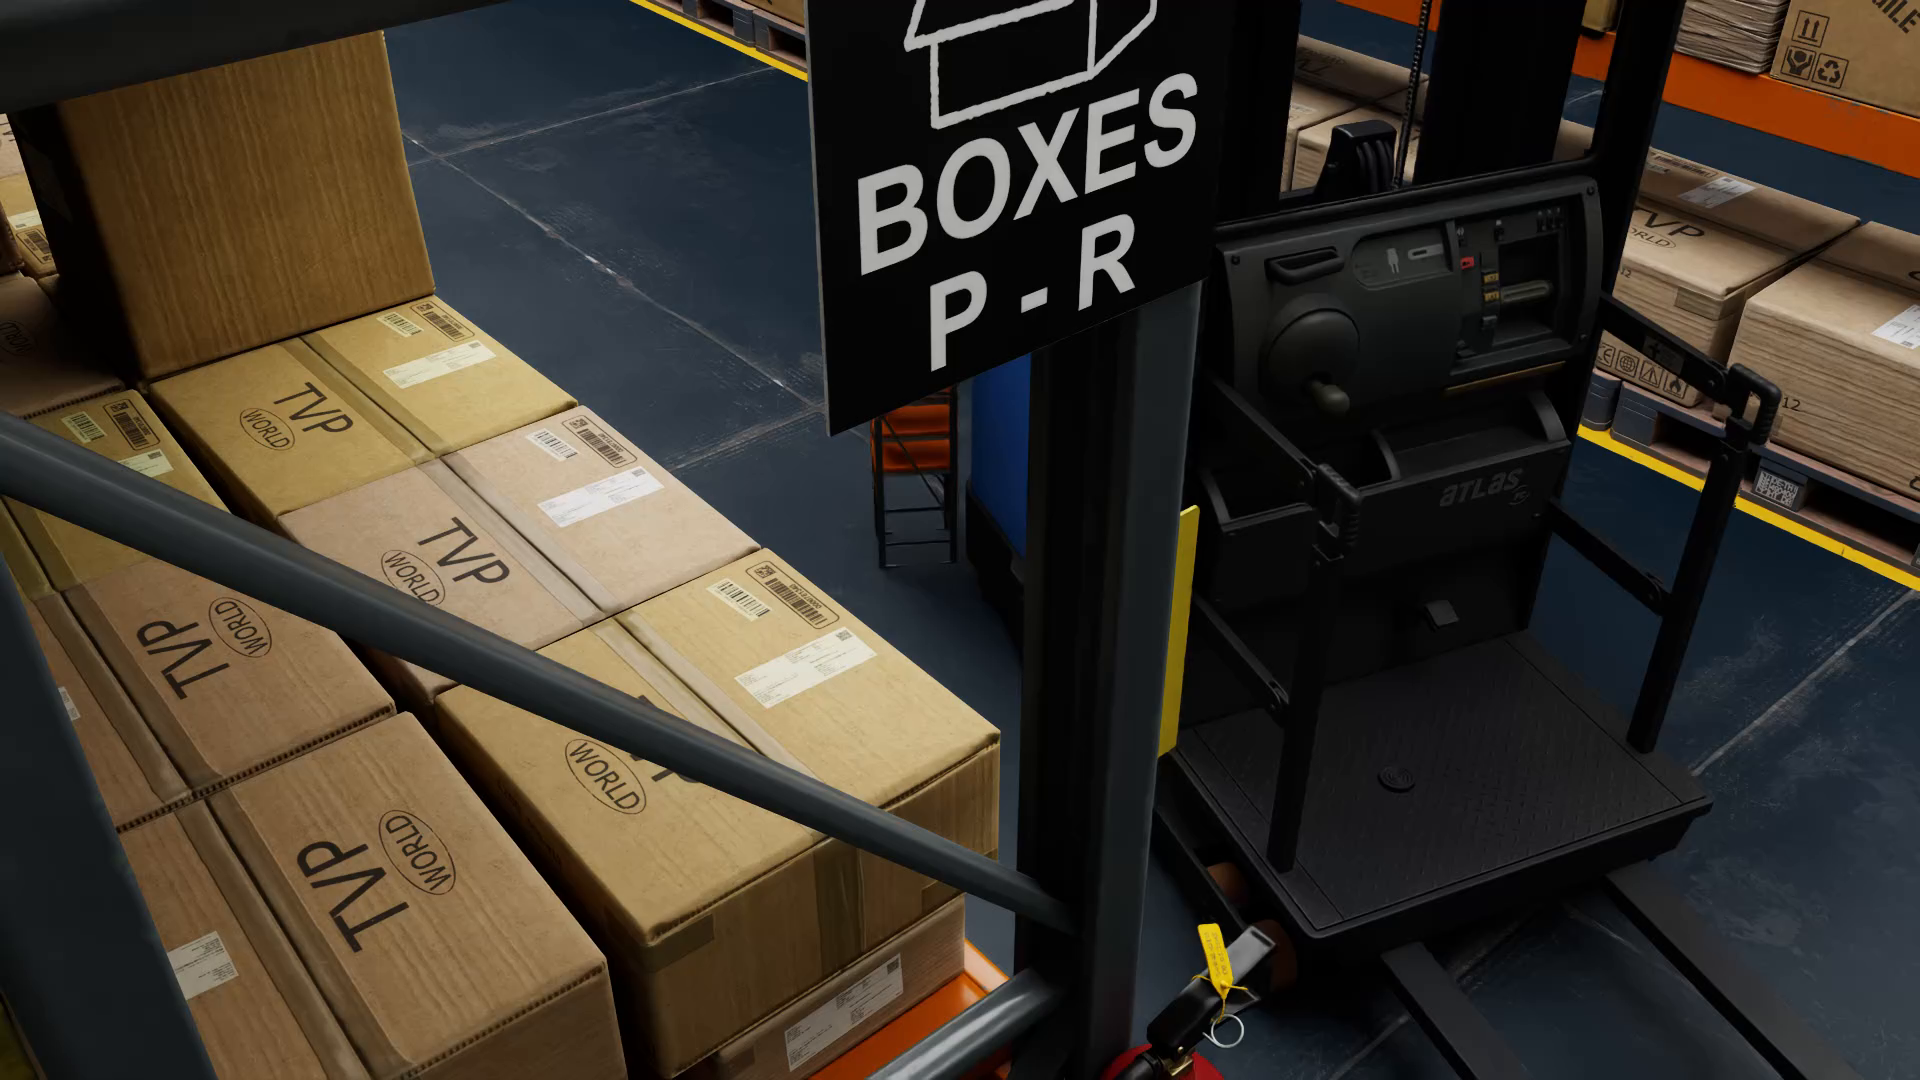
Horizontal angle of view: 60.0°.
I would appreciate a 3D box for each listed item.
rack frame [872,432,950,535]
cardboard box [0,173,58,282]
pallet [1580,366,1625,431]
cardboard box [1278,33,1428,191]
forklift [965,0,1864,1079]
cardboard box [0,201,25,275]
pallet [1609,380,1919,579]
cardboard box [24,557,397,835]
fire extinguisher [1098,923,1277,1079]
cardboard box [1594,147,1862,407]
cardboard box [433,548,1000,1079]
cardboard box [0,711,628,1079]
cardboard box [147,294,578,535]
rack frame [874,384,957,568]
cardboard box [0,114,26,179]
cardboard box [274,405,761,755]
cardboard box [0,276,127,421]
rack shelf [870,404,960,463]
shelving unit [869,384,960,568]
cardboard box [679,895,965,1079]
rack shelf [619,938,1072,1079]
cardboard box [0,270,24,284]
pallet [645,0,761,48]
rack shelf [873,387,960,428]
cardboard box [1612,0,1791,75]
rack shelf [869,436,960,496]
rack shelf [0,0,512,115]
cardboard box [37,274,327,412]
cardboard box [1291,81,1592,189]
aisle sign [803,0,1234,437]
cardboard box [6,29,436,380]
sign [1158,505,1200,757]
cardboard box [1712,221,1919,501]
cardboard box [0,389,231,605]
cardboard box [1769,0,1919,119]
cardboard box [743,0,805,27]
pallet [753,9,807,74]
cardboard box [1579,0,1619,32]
[{"bbox_3d":[-0.149,-0.516,4.941,0.240,1.200,0.006,-4,35,-5],"label":"rack frame"},{"bbox_3d":[-1.632,-0.580,3.346,0.500,0.250,0.500,-26,43,-32],"label":"cardboard box"},{"bbox_3d":[2.218,-0.906,6.346,1.003,0.211,1.213,-26,43,-32],"label":"pallet"},{"bbox_3d":[1.319,-1.756,6.988,0.875,0.438,0.875,-27,43,-32],"label":"cardboard box"},{"bbox_3d":[1.050,-0.446,3.344,1.130,2.935,3.031,-14,37,-18],"label":"forklift"},{"bbox_3d":[-2.036,-0.704,2.872,0.500,0.500,0.500,-27,44,-33],"label":"cardboard box"},{"bbox_3d":[3.001,-0.367,5.586,1.003,0.211,1.213,-26,43,-32],"label":"pallet"},{"bbox_3d":[-1.044,0.279,2.133,0.500,0.250,0.500,-26,43,-32],"label":"cardboard box"},{"bbox_3d":[0.236,0.748,1.988,0.296,0.674,0.183,-26,43,-32],"label":"fire extinguisher"},{"bbox_3d":[2.478,-0.962,5.867,0.875,0.438,0.875,-25,42,-31],"label":"cardboard box"},{"bbox_3d":[-0.299,0.310,2.089,0.500,0.250,0.500,-26,43,-32],"label":"cardboard box"},{"bbox_3d":[-0.712,0.507,1.811,0.500,0.250,0.500,-25,42,-31],"label":"cardboard box"},{"bbox_3d":[-0.954,-0.135,2.717,0.500,0.250,0.500,-27,43,-33],"label":"cardboard box"},{"bbox_3d":[-0.129,-0.411,4.792,0.240,1.200,0.006,-4,35,-5],"label":"rack frame"},{"bbox_3d":[-1.944,-0.805,3.664,0.500,0.250,0.500,-26,43,-32],"label":"cardboard box"},{"bbox_3d":[-0.625,0.088,2.403,0.500,0.250,0.500,-26,43,-31],"label":"cardboard box"},{"bbox_3d":[-1.697,-0.172,2.770,0.500,0.250,0.500,-26,43,-32],"label":"cardboard box"},{"bbox_3d":[-0.139,-0.329,4.962,0.258,0.103,0.180,-4,35,-5],"label":"rack shelf"},{"bbox_3d":[-0.139,-0.464,4.866,0.258,1.200,0.189,-4,35,-5],"label":"shelving unit"},{"bbox_3d":[-0.215,0.526,2.129,0.380,0.149,0.250,-26,43,-32],"label":"cardboard box"},{"bbox_3d":[-1.503,0.082,3.161,1.077,0.370,4.000,-26,43,-32],"label":"rack shelf"},{"bbox_3d":[-2.020,-0.388,3.075,0.500,0.250,0.500,-25,42,-31],"label":"cardboard box"},{"bbox_3d":[-1.134,-3.199,9.585,1.003,0.211,1.213,-26,43,-32],"label":"pallet"},{"bbox_3d":[-0.139,-0.427,4.892,0.258,0.103,0.180,-4,35,-5],"label":"rack shelf"},{"bbox_3d":[2.412,-1.787,5.092,0.500,0.500,0.500,-25,42,-31],"label":"cardboard box"},{"bbox_3d":[-0.139,-0.231,5.031,0.258,0.103,0.180,-4,35,-5],"label":"rack shelf"},{"bbox_3d":[-1.503,-1.142,2.294,1.077,0.370,4.000,-26,43,-32],"label":"rack shelf"},{"bbox_3d":[-1.301,-0.352,3.025,0.500,0.250,0.500,-27,43,-33],"label":"cardboard box"},{"bbox_3d":[1.897,-1.361,6.430,0.875,0.438,0.875,-27,44,-33],"label":"cardboard box"},{"bbox_3d":[0.056,-0.469,1.067,0.394,0.787,0.004,-26,43,-32],"label":"aisle sign"},{"bbox_3d":[-1.268,-0.658,2.807,0.500,0.500,0.500,-25,42,-31],"label":"cardboard box"},{"bbox_3d":[0.202,0.116,1.742,0.100,0.325,0.005,-26,43,-32],"label":"sign"},{"bbox_3d":[3.075,-0.561,5.301,0.875,0.438,0.875,-28,44,-33],"label":"cardboard box"},{"bbox_3d":[-1.360,0.059,2.444,0.500,0.250,0.500,-25,42,-30],"label":"cardboard box"},{"bbox_3d":[2.751,-1.564,4.776,0.500,0.500,0.500,-27,43,-33],"label":"cardboard box"},{"bbox_3d":[-0.631,-3.287,8.770,0.875,0.875,0.875,-25,43,-31],"label":"cardboard box"},{"bbox_3d":[-0.351,-2.661,8.825,1.003,0.211,1.213,-26,43,-32],"label":"pallet"},{"bbox_3d":[2.069,-2.010,5.407,0.500,0.500,0.500,-25,42,-30],"label":"cardboard box"}]
